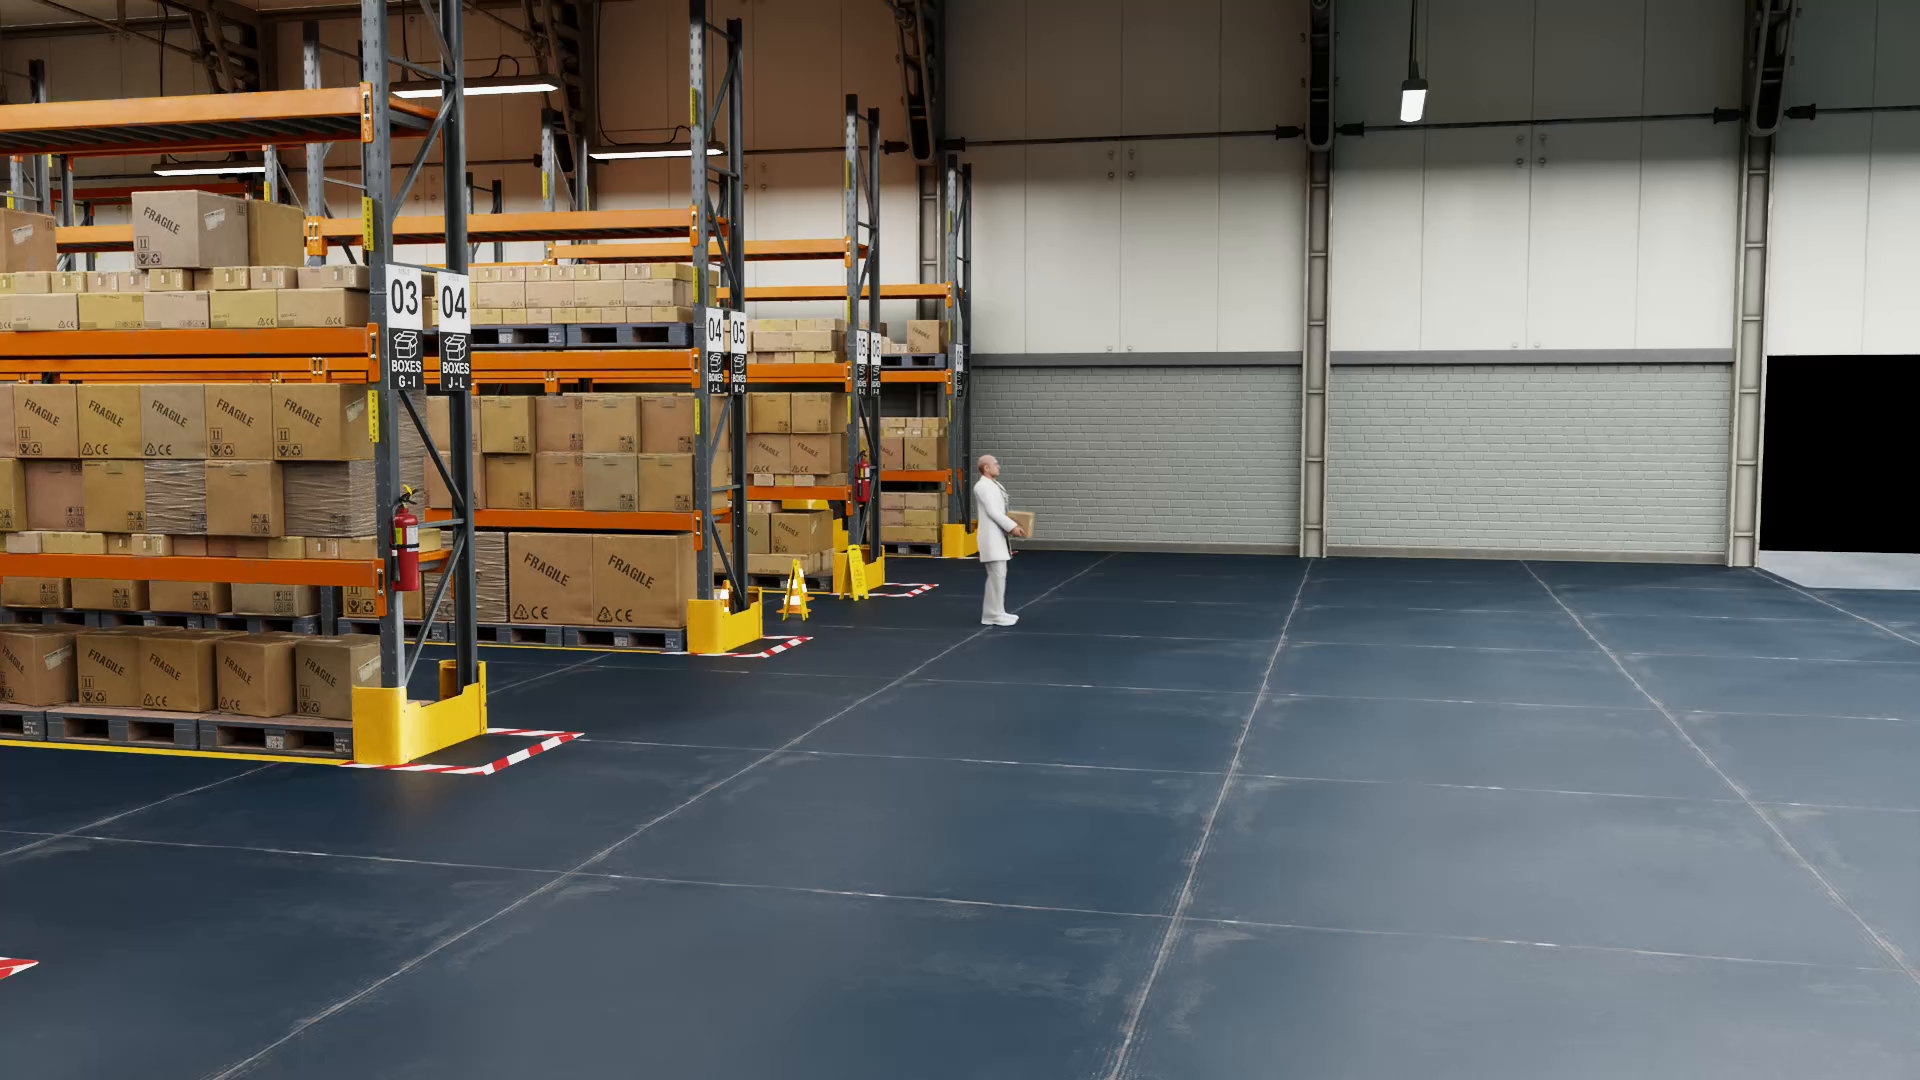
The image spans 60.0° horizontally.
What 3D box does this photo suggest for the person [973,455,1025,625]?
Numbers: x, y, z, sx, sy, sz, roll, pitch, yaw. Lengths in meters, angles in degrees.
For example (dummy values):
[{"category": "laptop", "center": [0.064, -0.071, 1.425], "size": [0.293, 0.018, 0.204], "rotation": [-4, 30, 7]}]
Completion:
[{"category": "person", "center": [0.447, -0.003, 17.491], "size": [0.554, 1.775, 0.529], "rotation": [1, 5, 13]}]
